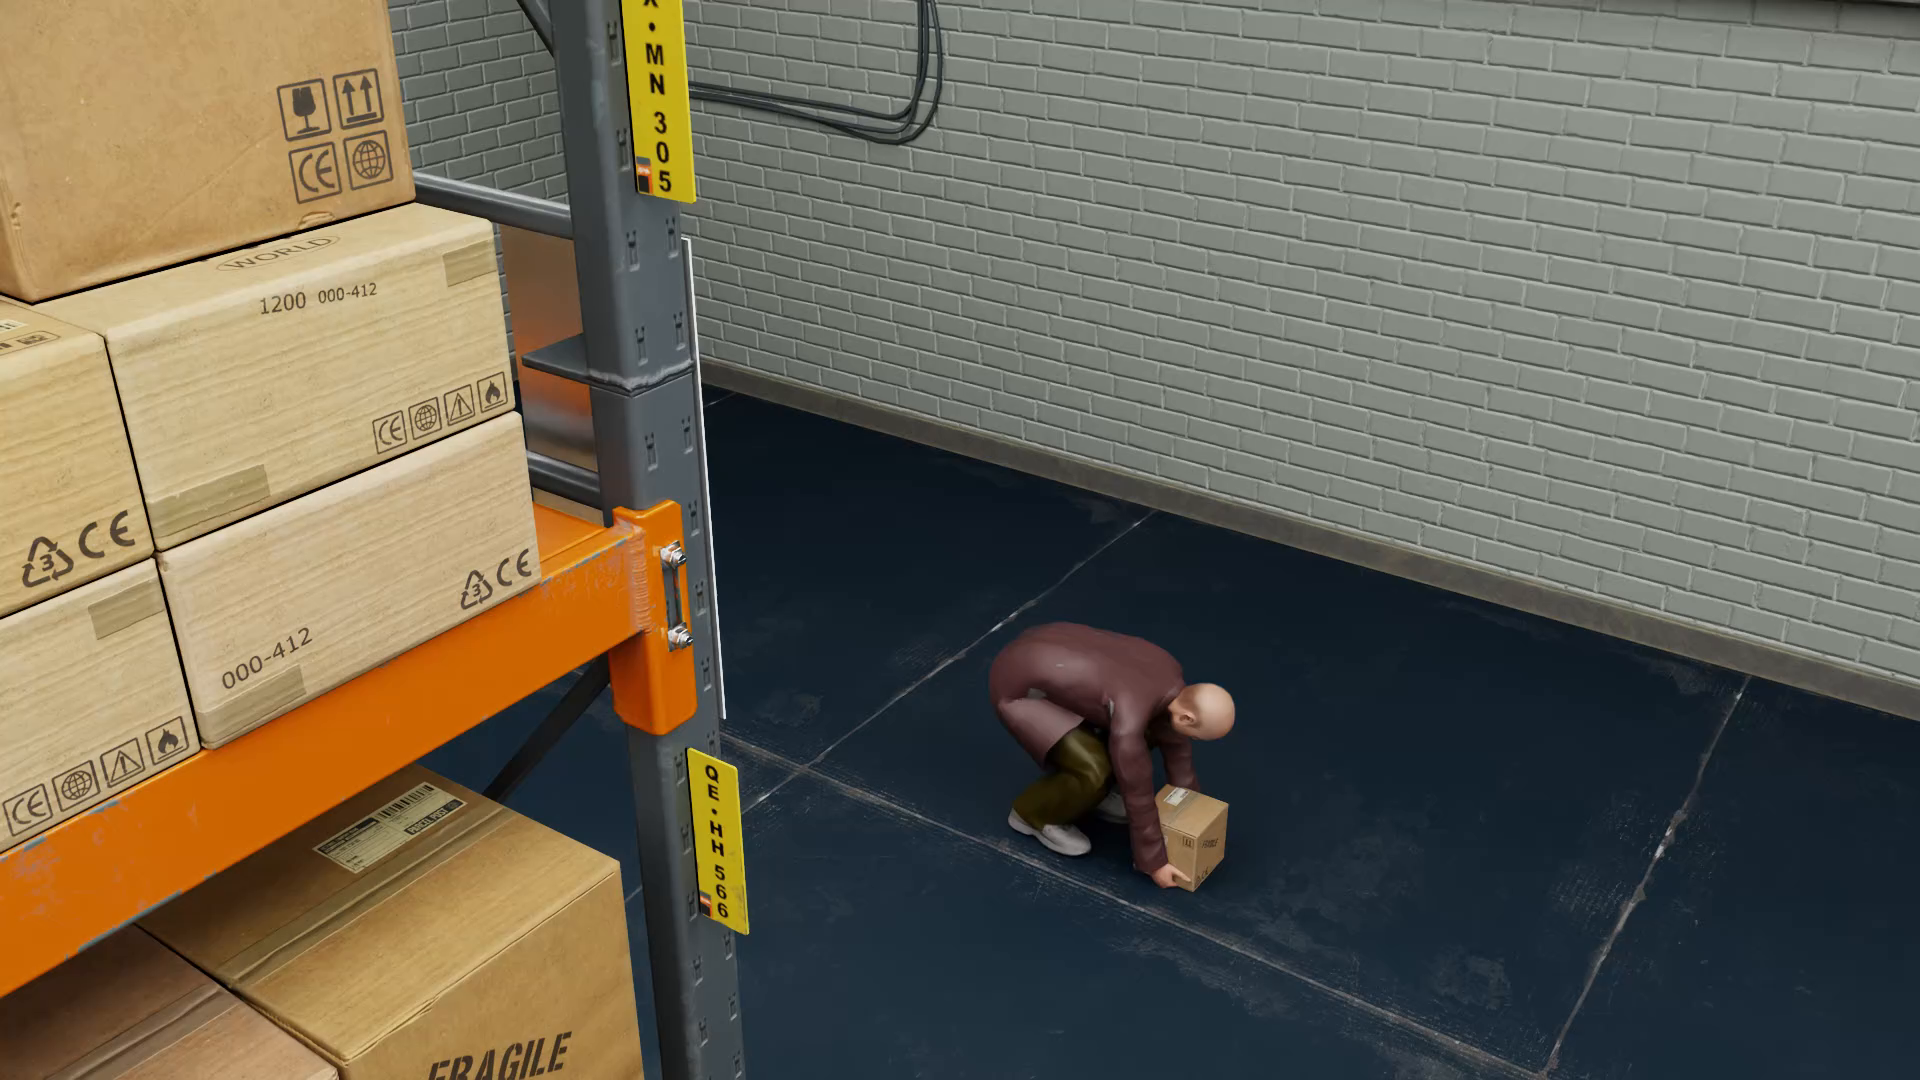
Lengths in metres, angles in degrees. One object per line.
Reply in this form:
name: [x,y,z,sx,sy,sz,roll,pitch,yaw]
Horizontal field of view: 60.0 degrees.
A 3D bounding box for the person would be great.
person: [0.544,0.762,6.175,0.951,0.864,0.580,16,31,29]
